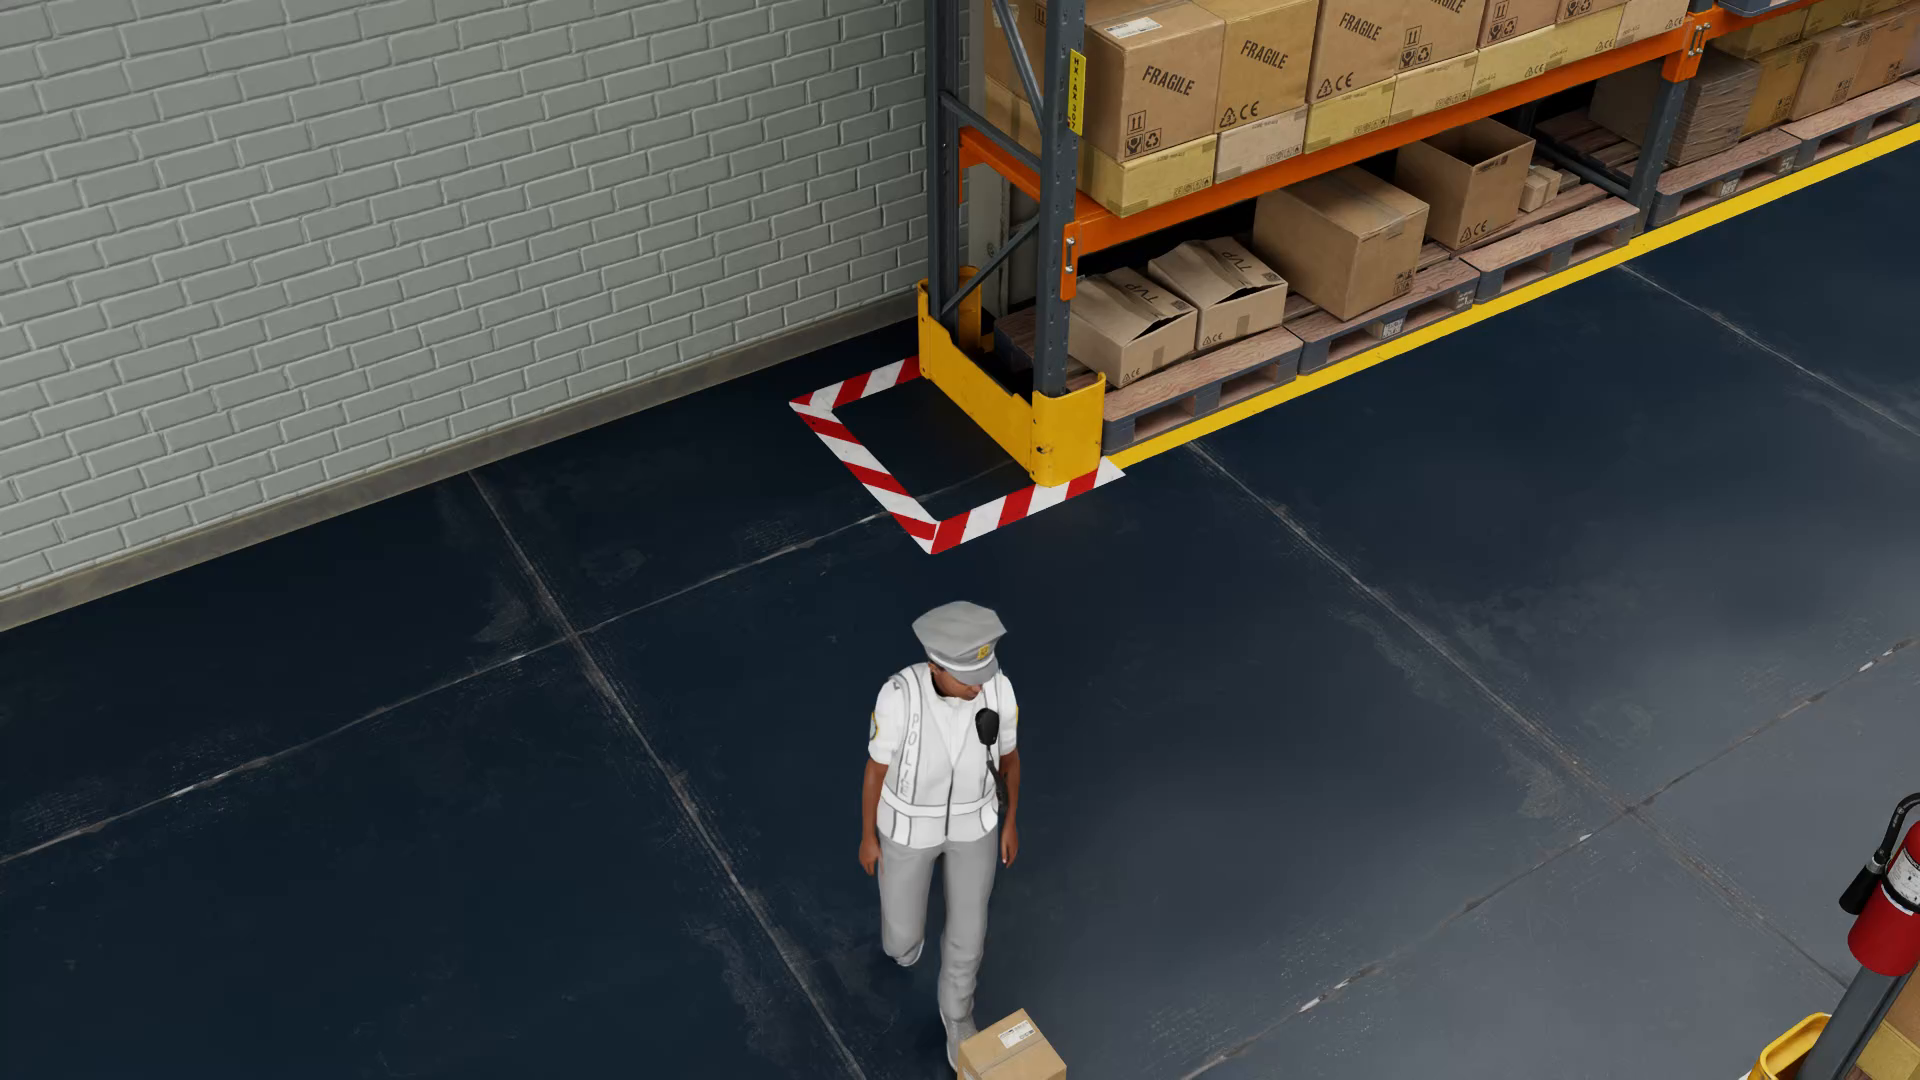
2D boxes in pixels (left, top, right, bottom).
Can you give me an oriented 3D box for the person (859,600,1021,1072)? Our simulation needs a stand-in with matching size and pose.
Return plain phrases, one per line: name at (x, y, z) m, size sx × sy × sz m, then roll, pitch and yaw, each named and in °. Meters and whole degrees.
person at (-0.046, 0.926, 5.082) m, size 0.519 × 1.648 × 0.623 m, roll -8°, pitch 42°, yaw -10°
